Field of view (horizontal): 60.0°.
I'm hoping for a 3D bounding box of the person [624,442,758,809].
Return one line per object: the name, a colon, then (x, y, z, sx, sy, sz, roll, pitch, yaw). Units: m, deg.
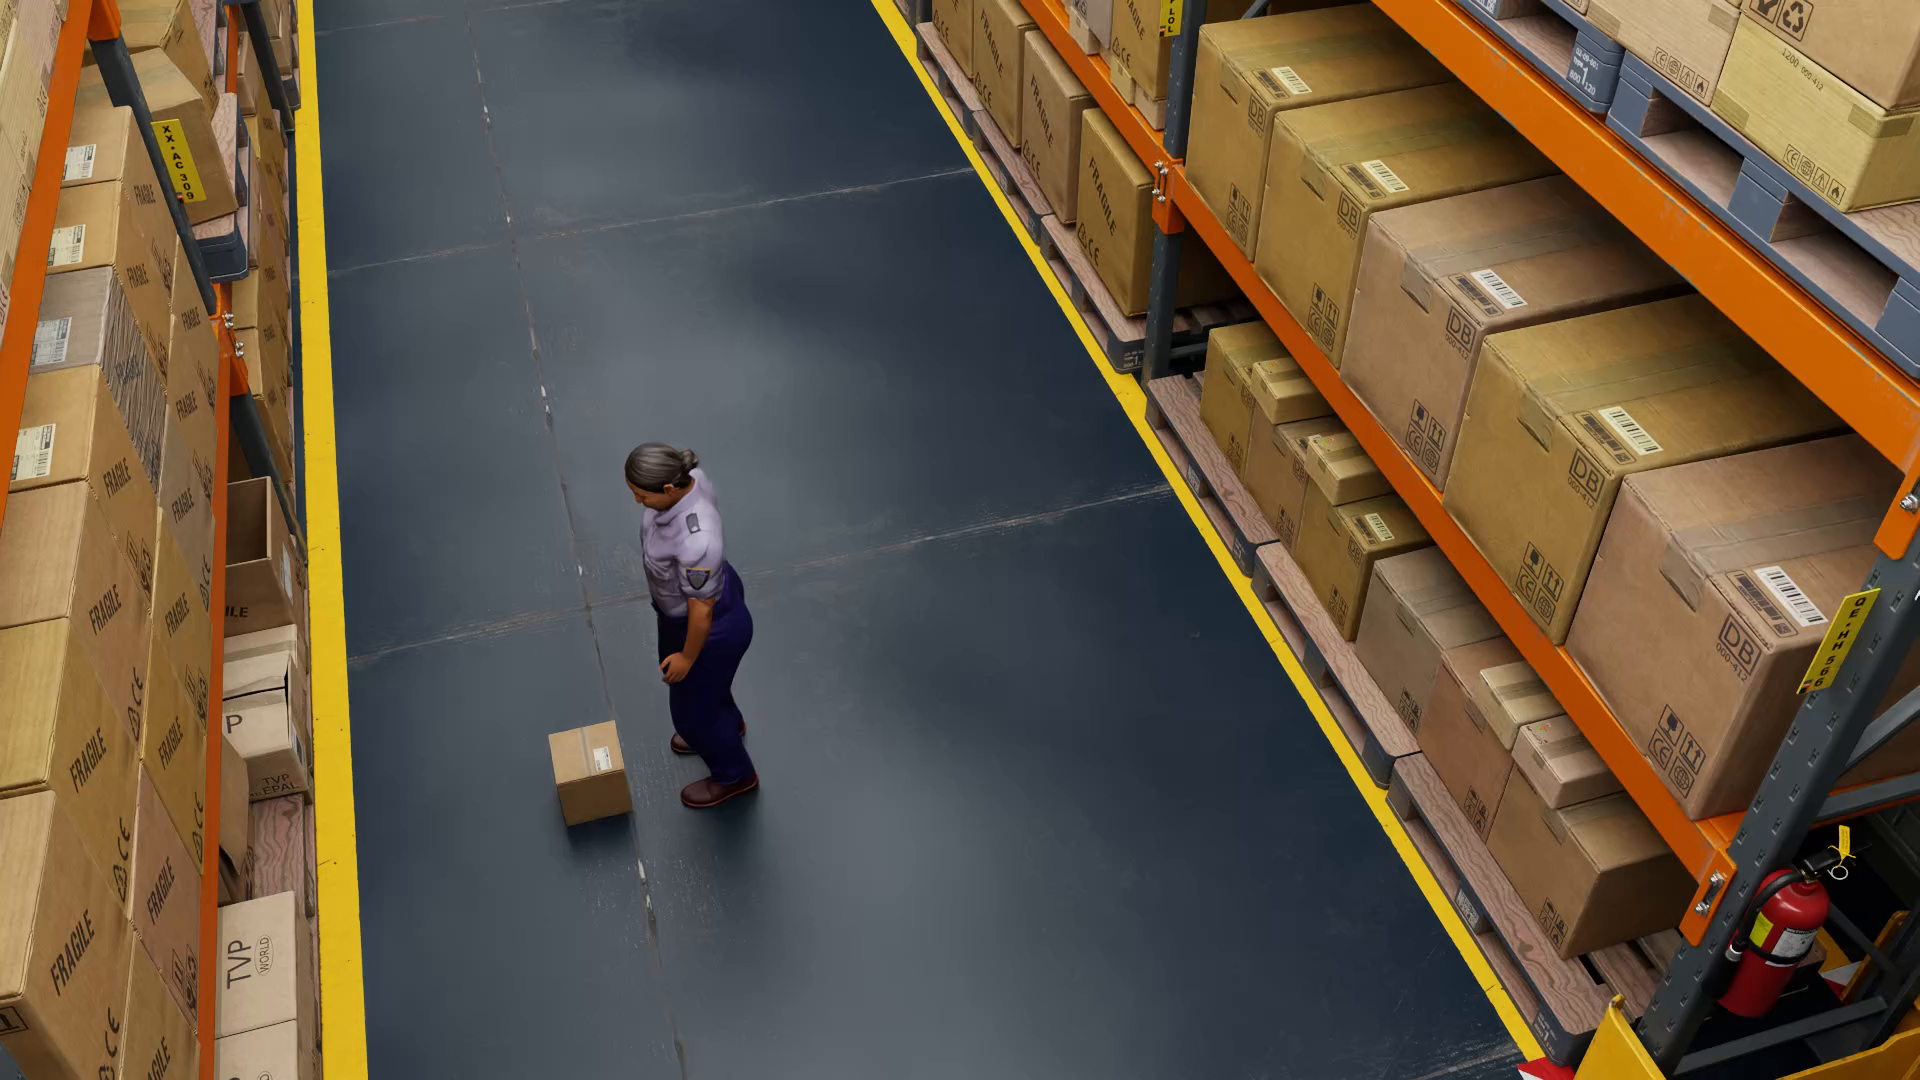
person: (-0.919, 0.289, 5.881, 0.357, 1.626, 0.486, -11, 44, -12)
